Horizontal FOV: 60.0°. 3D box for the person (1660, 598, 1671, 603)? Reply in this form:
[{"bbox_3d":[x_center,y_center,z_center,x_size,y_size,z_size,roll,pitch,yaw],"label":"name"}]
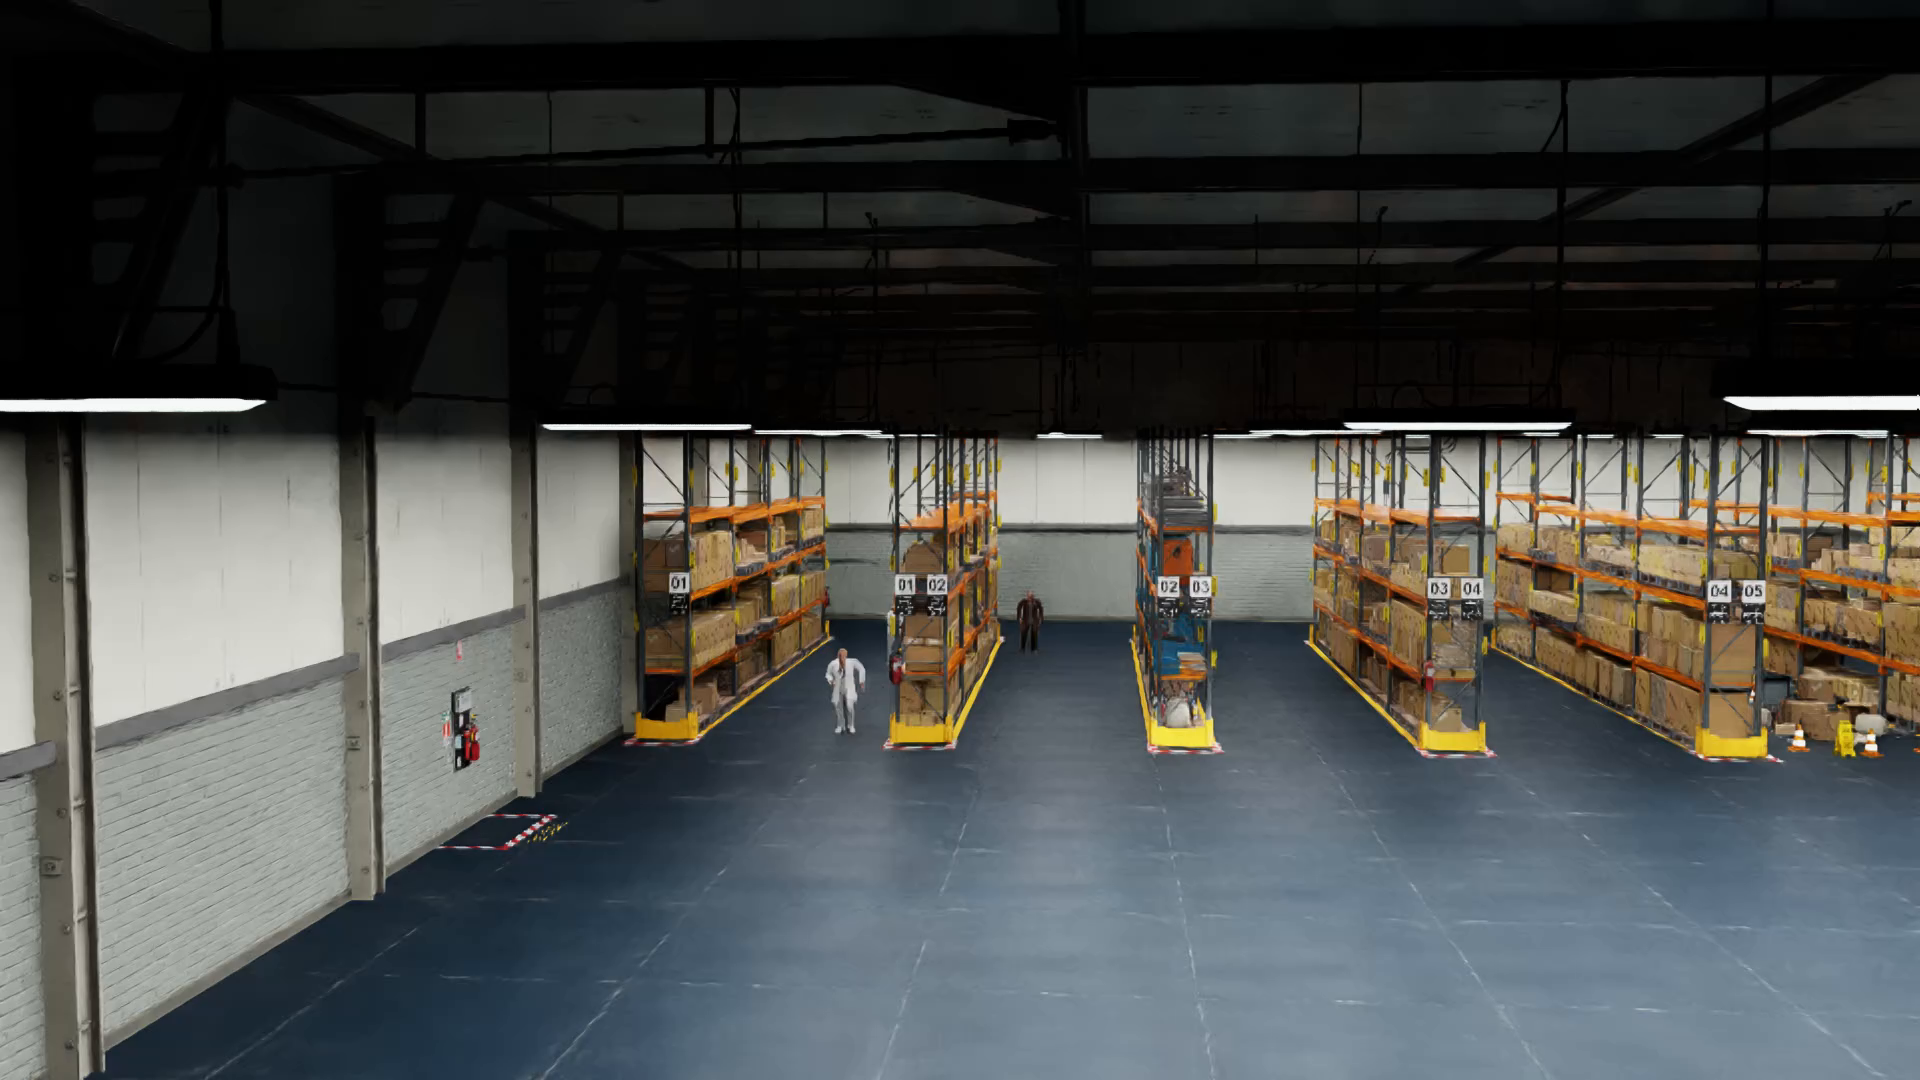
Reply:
[{"bbox_3d":[17.764,2.310,41.910,0.585,1.763,0.682,2,4,26],"label":"person"}]

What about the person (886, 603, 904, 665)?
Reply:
[{"bbox_3d":[-1.648,2.371,42.357,0.445,1.578,1.091,0,3,2],"label":"person"}]

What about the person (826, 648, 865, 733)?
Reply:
[{"bbox_3d":[-2.247,2.932,32.323,0.712,1.705,0.884,1,3,11],"label":"person"}]

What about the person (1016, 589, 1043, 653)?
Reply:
[{"bbox_3d":[1.873,2.178,44.677,0.729,1.733,0.538,0,3,3],"label":"person"}]
